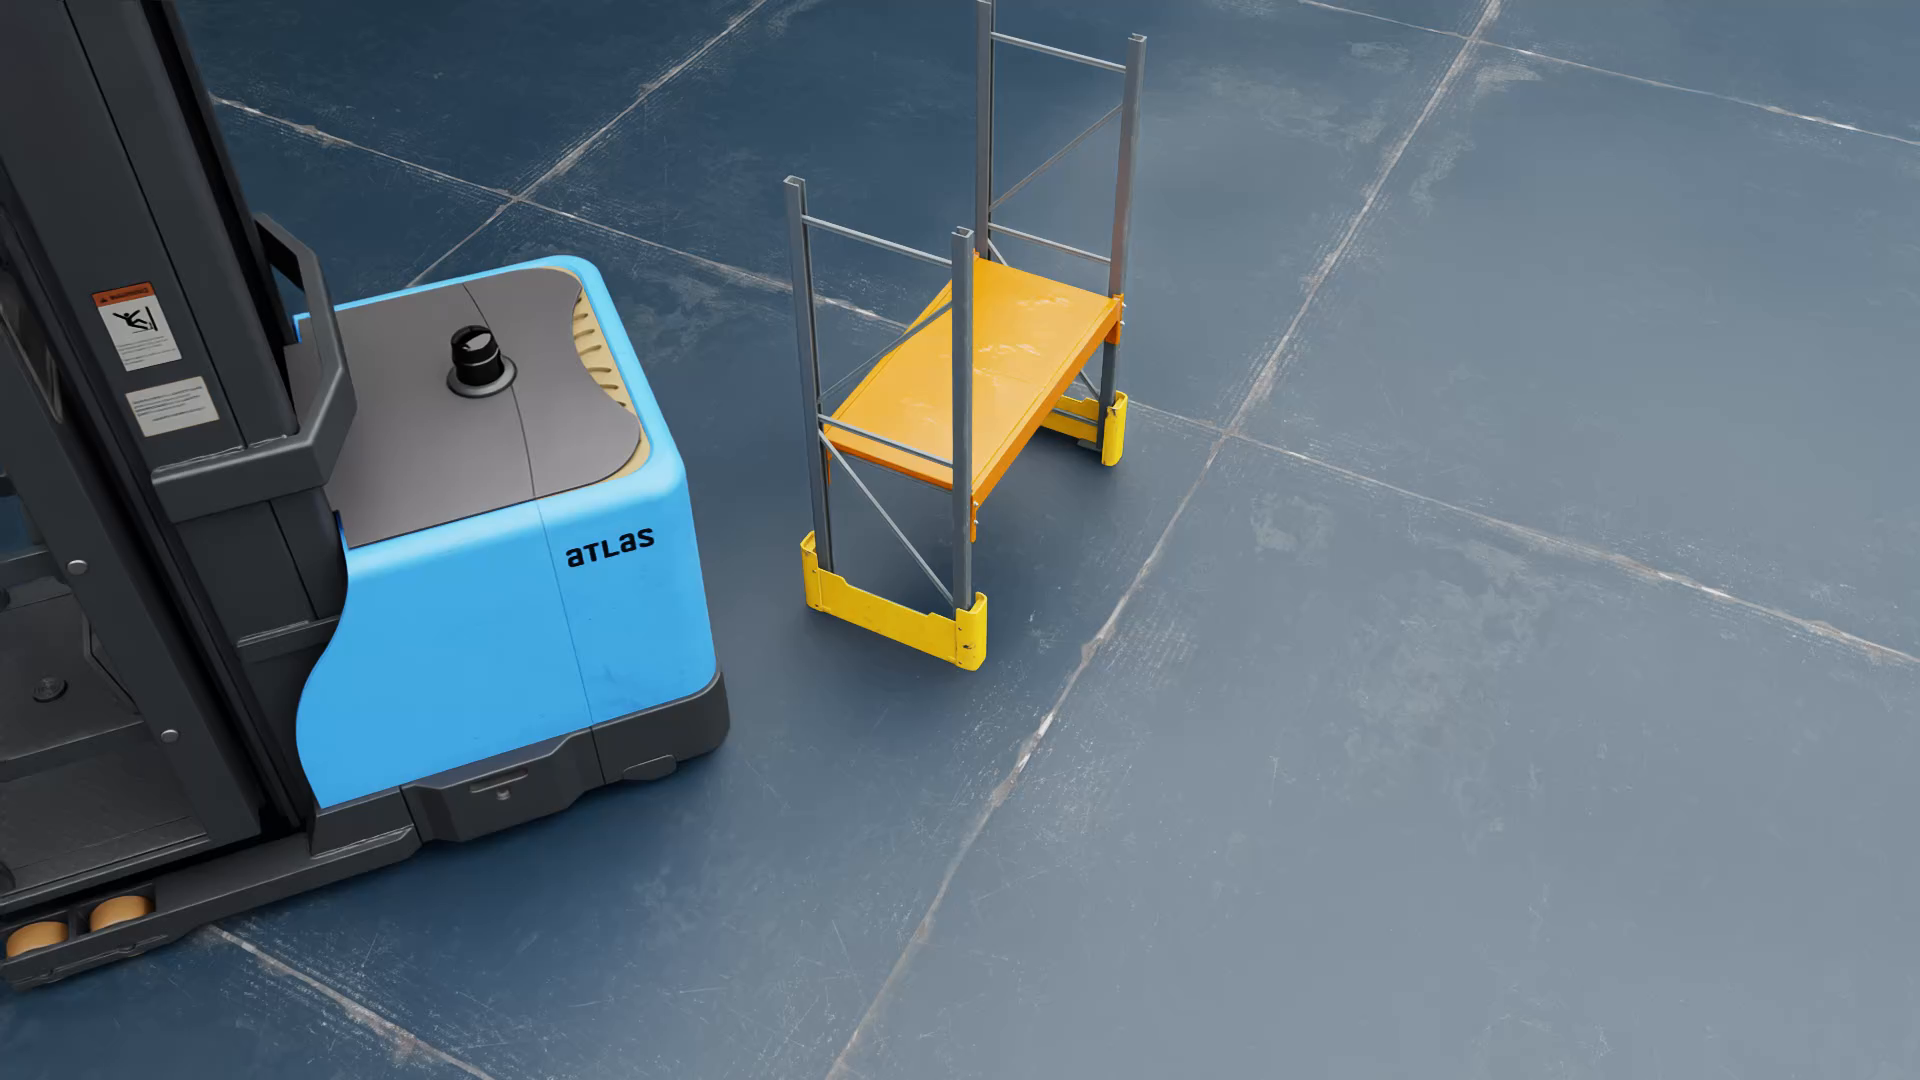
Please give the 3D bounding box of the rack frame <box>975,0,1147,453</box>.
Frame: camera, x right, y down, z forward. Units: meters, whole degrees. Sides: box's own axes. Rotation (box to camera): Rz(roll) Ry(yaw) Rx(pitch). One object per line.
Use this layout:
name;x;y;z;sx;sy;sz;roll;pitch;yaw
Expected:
rack frame;0.276;-0.901;5.086;0.500;1.500;0.032;20;49;19

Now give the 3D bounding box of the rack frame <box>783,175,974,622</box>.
rack frame;-0.196;-0.261;4.453;0.500;1.500;0.032;20;49;19

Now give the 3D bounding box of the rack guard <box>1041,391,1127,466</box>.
rack guard;0.267;-0.450;5.519;0.587;0.250;0.087;20;49;19

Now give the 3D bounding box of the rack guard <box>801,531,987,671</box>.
rack guard;-0.196;0.178;4.898;0.587;0.250;0.087;20;49;19

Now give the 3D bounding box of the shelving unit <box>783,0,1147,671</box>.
shelving unit;0.035;-0.575;4.764;0.587;1.500;1.083;20;49;19

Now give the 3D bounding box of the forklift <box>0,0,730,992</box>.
forklift;-2.209;-0.352;3.537;3.031;2.935;1.130;-16;48;-16

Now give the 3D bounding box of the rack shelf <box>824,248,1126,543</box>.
rack shelf;0.040;-0.455;4.898;0.538;0.185;1.000;20;49;19
